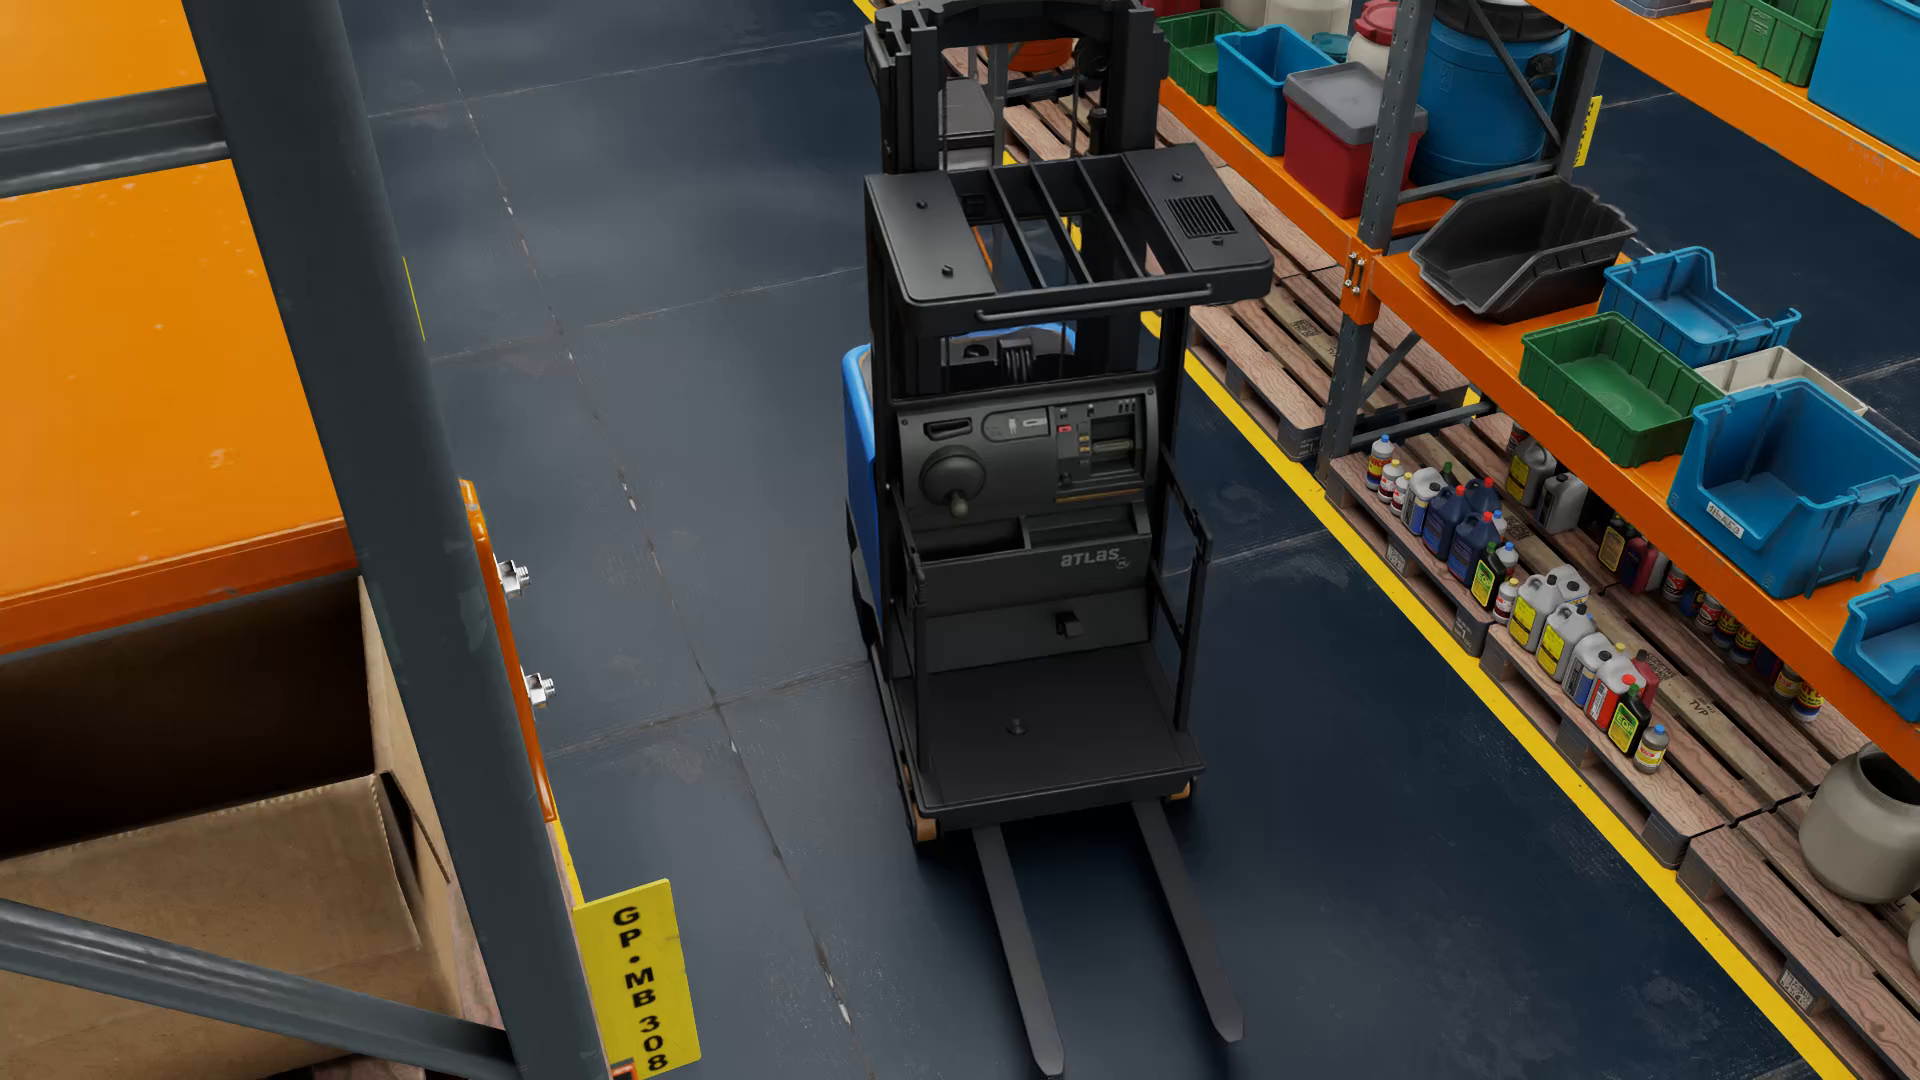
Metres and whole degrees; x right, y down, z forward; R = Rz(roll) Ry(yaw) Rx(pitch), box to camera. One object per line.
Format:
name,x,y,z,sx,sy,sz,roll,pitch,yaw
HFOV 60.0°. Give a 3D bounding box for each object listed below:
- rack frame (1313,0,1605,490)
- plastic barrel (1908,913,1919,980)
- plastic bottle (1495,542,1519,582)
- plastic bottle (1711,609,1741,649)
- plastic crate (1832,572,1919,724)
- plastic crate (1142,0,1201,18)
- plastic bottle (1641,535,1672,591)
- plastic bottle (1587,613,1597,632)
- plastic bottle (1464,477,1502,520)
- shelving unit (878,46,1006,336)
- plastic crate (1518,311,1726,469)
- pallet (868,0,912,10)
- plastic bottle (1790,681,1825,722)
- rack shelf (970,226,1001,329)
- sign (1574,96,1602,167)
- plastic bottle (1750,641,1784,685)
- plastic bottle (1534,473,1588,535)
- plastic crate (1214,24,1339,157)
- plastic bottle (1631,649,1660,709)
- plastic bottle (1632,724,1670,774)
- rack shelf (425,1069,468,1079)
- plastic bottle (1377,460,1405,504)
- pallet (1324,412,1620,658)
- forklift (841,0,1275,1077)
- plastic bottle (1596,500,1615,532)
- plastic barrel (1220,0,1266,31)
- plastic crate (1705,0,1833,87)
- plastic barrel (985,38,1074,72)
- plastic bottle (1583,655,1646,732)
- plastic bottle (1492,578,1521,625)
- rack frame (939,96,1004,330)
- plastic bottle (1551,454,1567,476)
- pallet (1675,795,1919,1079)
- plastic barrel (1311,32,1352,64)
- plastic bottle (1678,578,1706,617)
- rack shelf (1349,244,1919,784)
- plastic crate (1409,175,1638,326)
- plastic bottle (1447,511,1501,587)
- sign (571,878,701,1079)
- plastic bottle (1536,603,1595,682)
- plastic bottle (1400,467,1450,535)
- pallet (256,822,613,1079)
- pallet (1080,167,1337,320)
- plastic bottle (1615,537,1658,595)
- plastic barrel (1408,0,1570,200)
rack frame,2.191,-1.530,7.147,1.000,3.000,0.127,-15,43,-17
plastic barrel,3.399,1.287,5.458,0.421,0.512,0.421,0,41,0
plastic bottle,2.279,0.121,6.983,0.097,0.271,0.097,0,41,0
plastic bottle,3.146,0.311,6.762,0.097,0.271,0.097,0,41,0
plastic crate,3.010,0.317,5.114,0.499,0.251,0.408,-15,43,-17
plastic crate,0.996,-2.914,8.707,0.402,0.464,0.583,-15,43,-17
plastic bottle,2.959,0.061,7.048,0.152,0.276,0.135,-14,43,-16
plastic bottle,2.517,0.380,6.735,0.097,0.201,0.097,0,41,0
plastic bottle,2.249,-0.138,7.223,0.144,0.351,0.185,-15,43,-17
shelving unit,-0.078,-1.049,7.278,0.431,2.100,0.503,-8,41,-9
plastic crate,2.449,-0.561,6.183,0.450,0.188,0.662,-15,43,-17
pallet,-0.143,-4.080,12.252,1.003,0.211,1.213,-15,43,-17
plastic bottle,3.315,0.578,6.451,0.097,0.271,0.097,0,41,0
rack shelf,-0.078,-1.039,7.287,0.431,0.518,0.480,-8,41,-9
sign,2.703,-1.765,7.209,0.100,0.325,0.005,-15,43,-17
plastic bottle,3.246,0.432,6.611,0.061,0.283,0.133,-14,43,-16
plastic bottle,2.649,-0.180,7.329,0.152,0.276,0.135,-15,43,-17
plastic crate,1.481,-2.111,7.835,0.392,0.384,0.575,-15,43,-17
plastic bottle,2.640,0.560,6.462,0.061,0.283,0.133,-15,43,-17
plastic bottle,2.613,0.777,6.273,0.097,0.201,0.097,0,41,0
rack shelf,-1.622,0.044,3.568,1.077,0.370,4.000,-15,43,-17
plastic bottle,1.946,-0.273,7.494,0.097,0.201,0.097,0,41,0
pallet,2.409,-0.057,7.574,1.003,0.211,1.213,-15,43,-17
forklift,0.292,-0.233,5.692,1.130,2.935,3.031,-8,41,-9
plastic bottle,2.878,-0.147,7.285,0.061,0.283,0.133,-12,42,-14
plastic barrel,1.581,-2.915,8.653,0.433,0.535,0.433,0,41,0
plastic crate,2.543,-1.568,5.054,0.336,0.188,0.450,-15,43,-17
plastic barrel,0.457,-3.566,10.857,0.600,0.830,0.708,-15,43,-17
plastic bottle,2.542,0.590,6.433,0.152,0.276,0.135,-15,43,-17
plastic bottle,2.275,0.244,6.893,0.097,0.201,0.097,0,41,0
rack frame,-0.028,-0.894,7.097,0.400,2.100,0.015,-8,41,-9
plastic bottle,2.703,-0.376,7.500,0.144,0.351,0.185,-16,43,-18
pallet,3.343,1.412,5.864,1.003,0.211,1.213,-15,43,-17
plastic barrel,1.826,-2.313,8.164,0.301,0.262,0.301,0,41,0
plastic bottle,3.068,0.189,6.904,0.097,0.271,0.097,0,41,0
rack shelf,2.956,-0.052,5.980,1.077,0.370,4.000,-15,43,-17
plastic crate,2.273,-1.159,6.764,0.767,0.338,0.504,-15,43,-17
plastic bottle,2.188,0.011,7.049,0.144,0.351,0.185,-17,43,-19
sign,-0.342,0.480,1.778,0.100,0.325,0.005,-15,43,-17
plastic bottle,2.422,0.379,6.621,0.144,0.351,0.185,-13,42,-15
plastic bottle,2.057,-0.175,7.323,0.152,0.276,0.135,-14,43,-15
pallet,-1.103,0.577,2.464,1.003,0.211,1.213,-15,43,-17
pallet,1.384,-1.672,9.451,1.003,0.211,1.213,-15,43,-17
plastic bottle,2.861,0.085,7.015,0.061,0.283,0.133,-15,43,-17
plastic barrel,2.323,-2.028,7.342,0.600,0.901,0.708,-15,43,-17
